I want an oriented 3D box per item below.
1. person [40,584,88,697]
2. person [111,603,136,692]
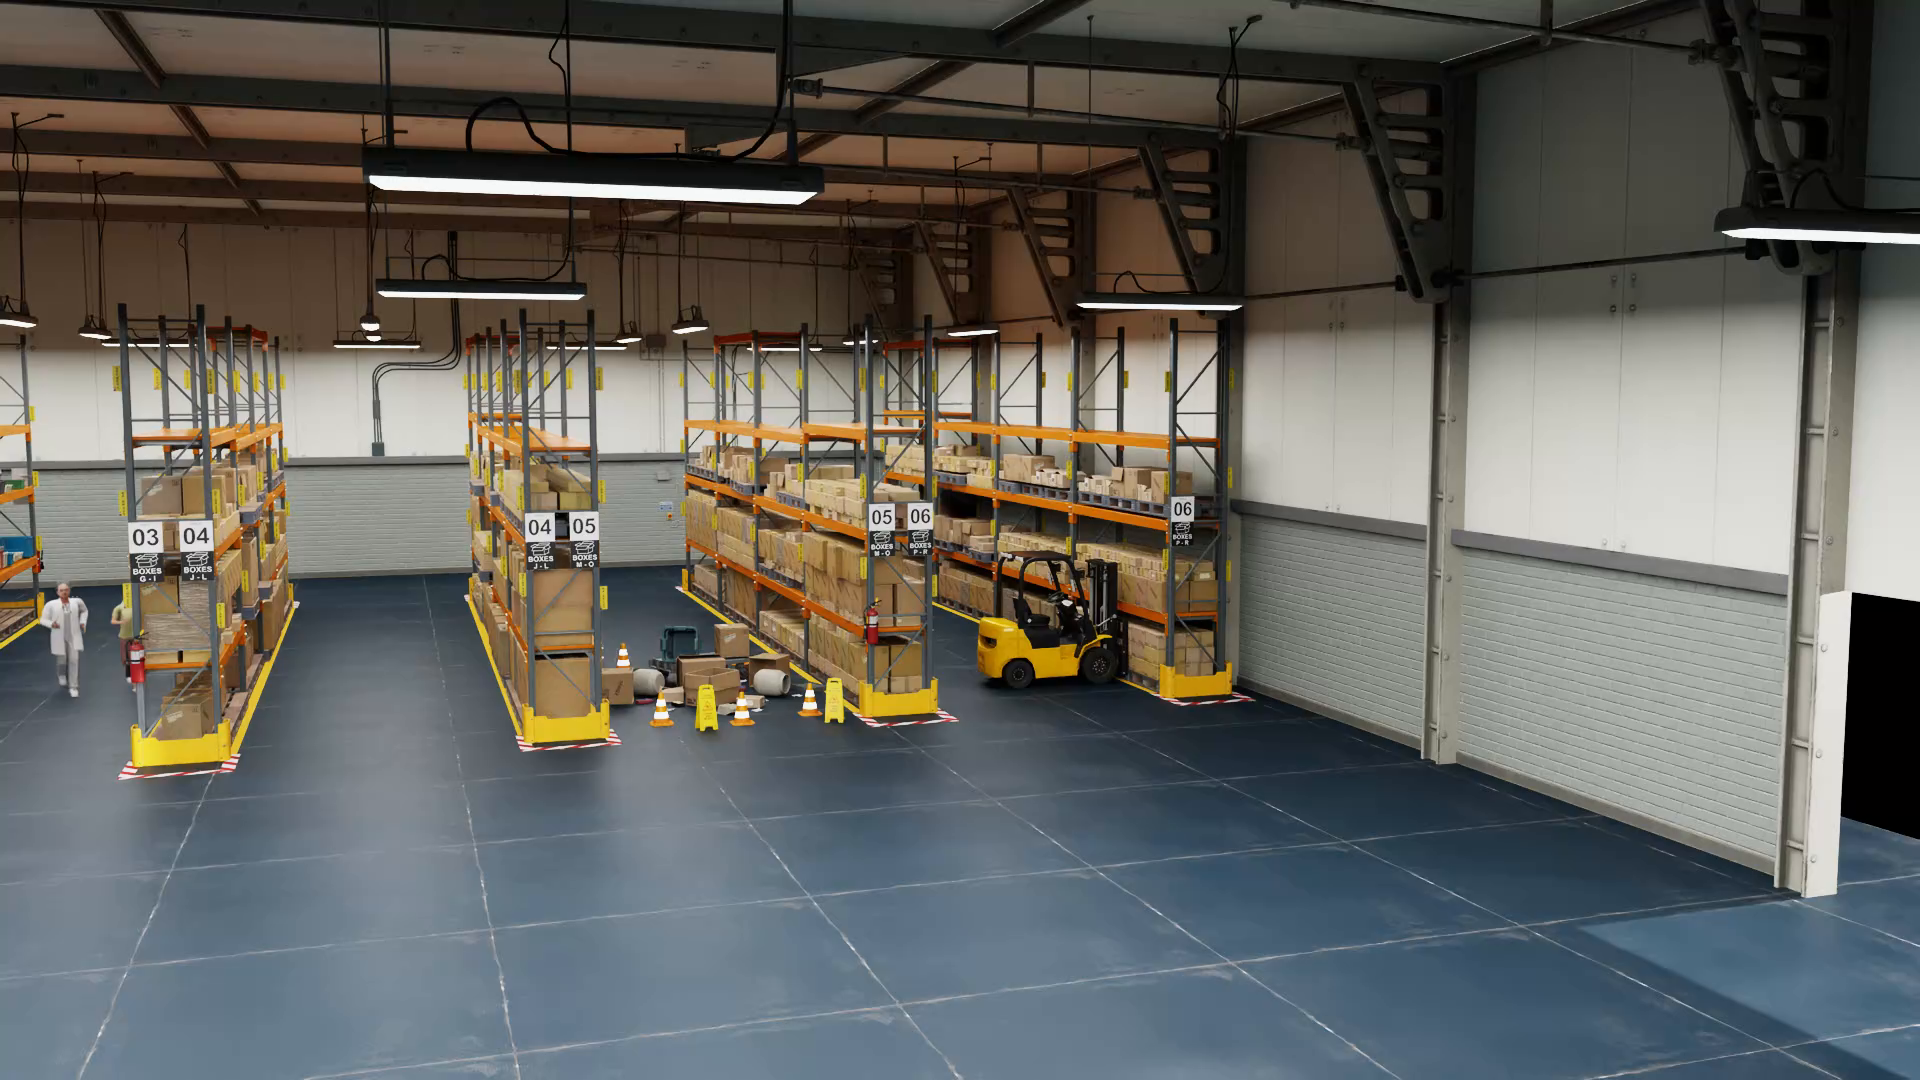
[{"bbox_3d":[-14.322,1.582,26.647,0.712,1.776,1.037,-4,7,-34],"label":"person"},{"bbox_3d":[-13.469,1.585,27.030,0.575,1.652,0.970,-2,6,-24],"label":"person"}]
